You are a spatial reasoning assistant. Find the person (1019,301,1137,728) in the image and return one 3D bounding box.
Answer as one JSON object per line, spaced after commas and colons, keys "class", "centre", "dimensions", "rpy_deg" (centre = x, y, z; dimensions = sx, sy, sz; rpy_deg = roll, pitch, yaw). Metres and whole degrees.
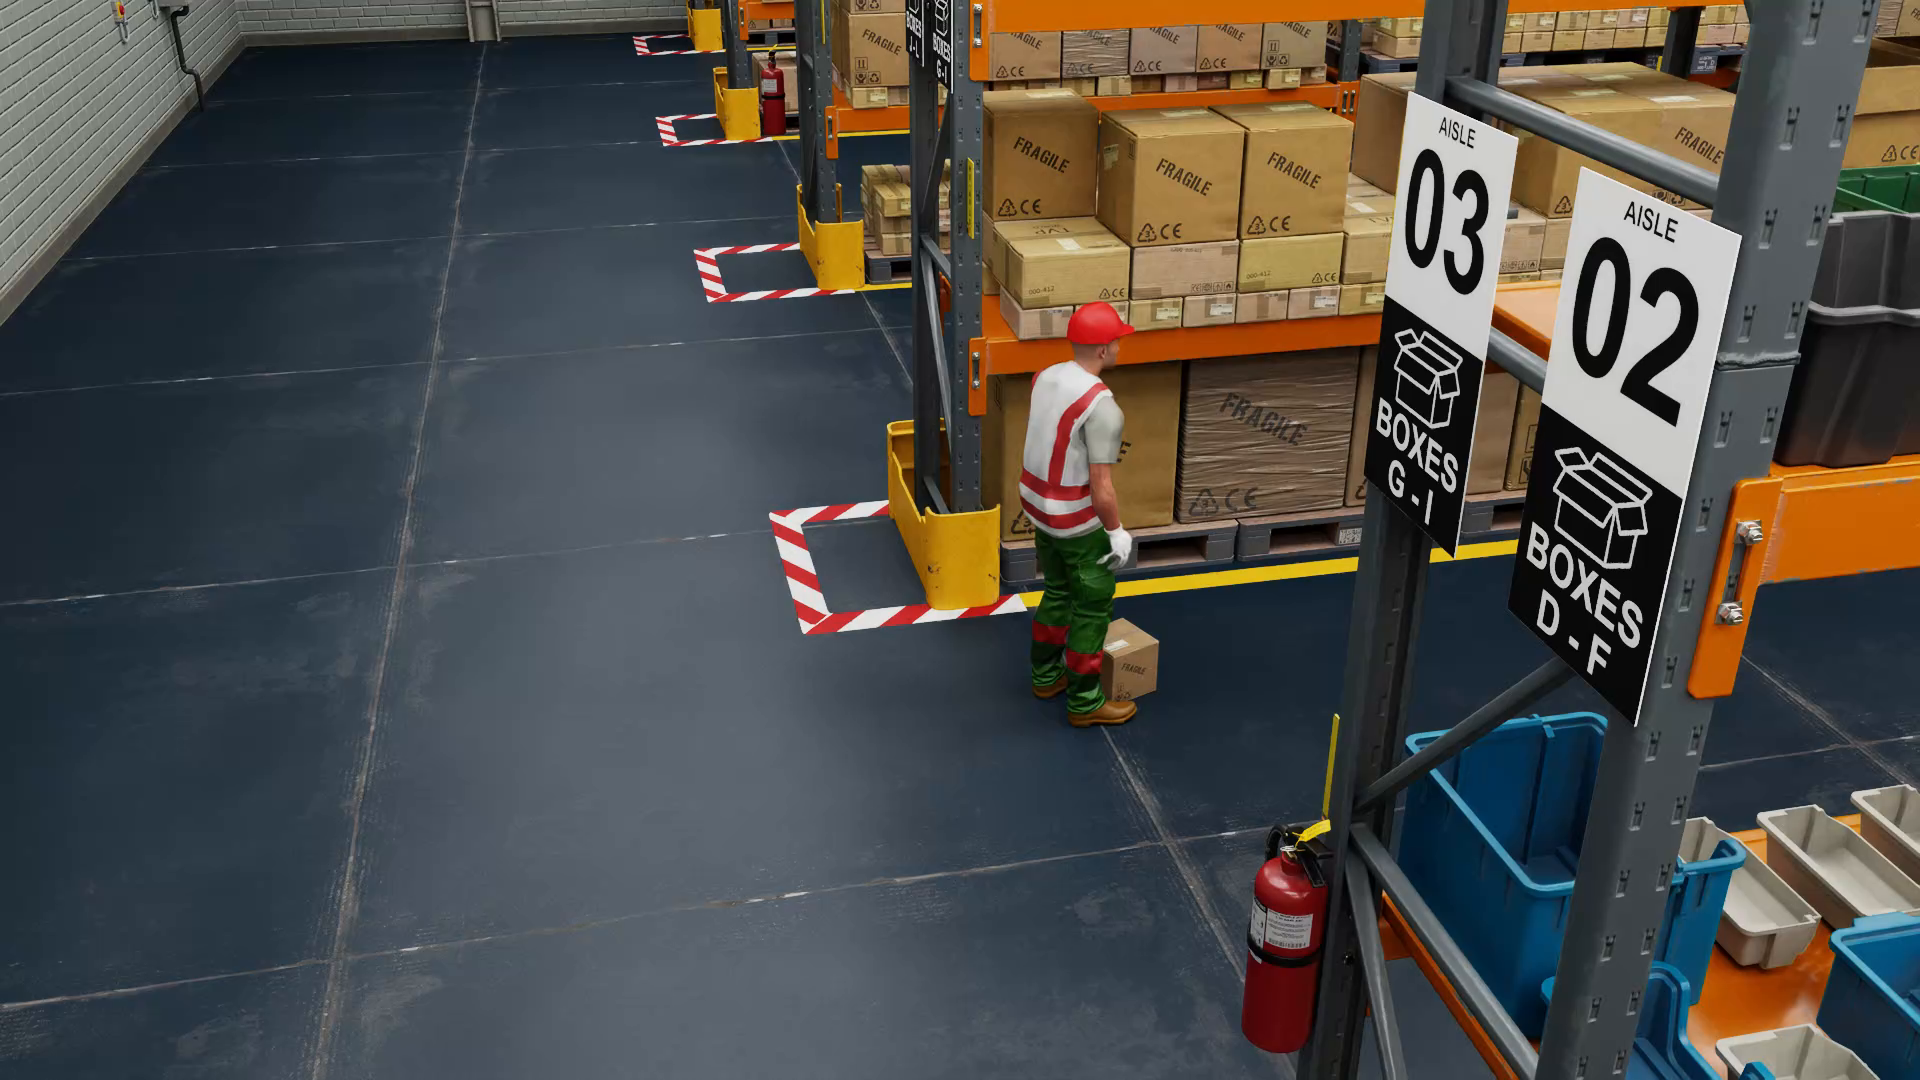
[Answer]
{"class": "person", "centre": [0.489, -0.100, 6.799], "dimensions": [0.448, 1.780, 0.599], "rpy_deg": [-13, 29, -25]}
